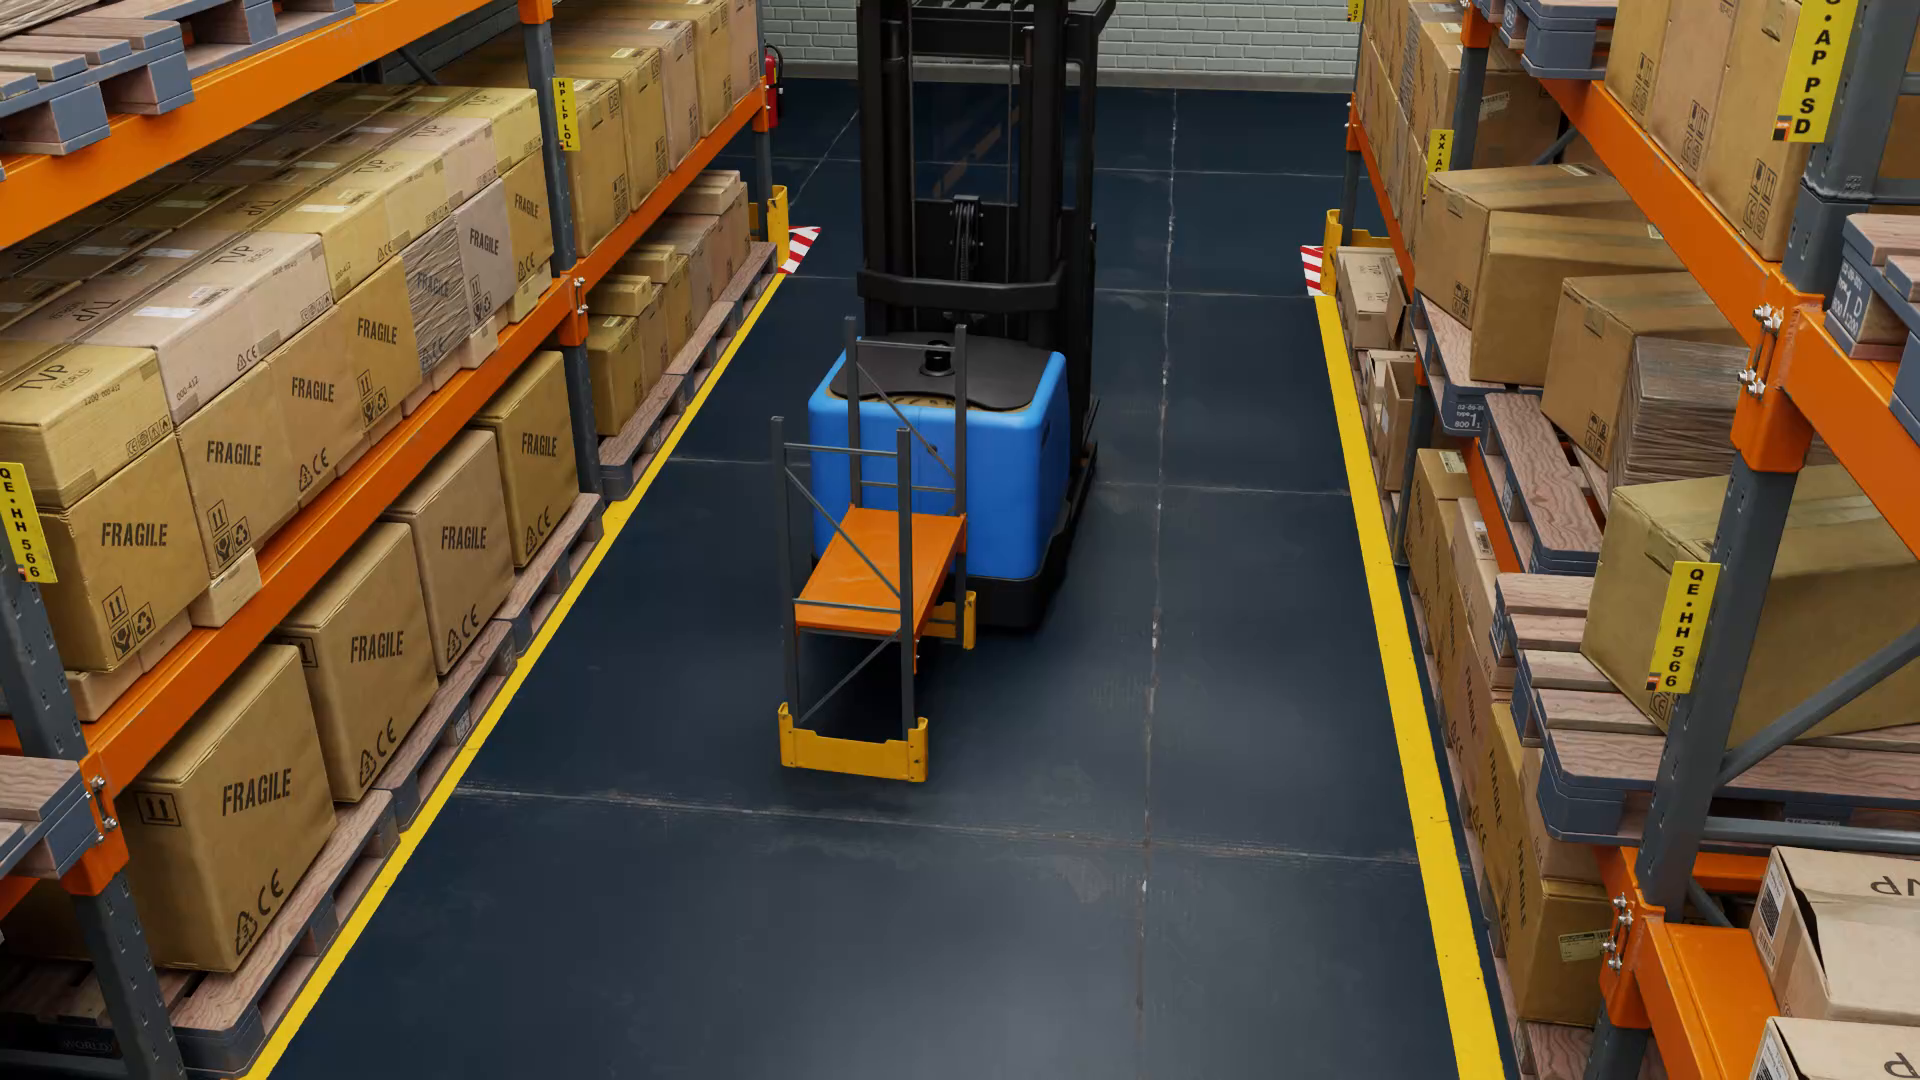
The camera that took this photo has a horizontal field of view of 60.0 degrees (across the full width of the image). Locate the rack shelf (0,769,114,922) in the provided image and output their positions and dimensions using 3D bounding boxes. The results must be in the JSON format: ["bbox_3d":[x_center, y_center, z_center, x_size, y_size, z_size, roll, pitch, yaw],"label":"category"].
[{"bbox_3d":[-3.058,1.666,2.754,1.077,0.370,4.000,3,28,6],"label":"rack shelf"}]

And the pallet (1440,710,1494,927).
[{"bbox_3d":[2.385,1.000,6.172,1.003,0.211,1.213,3,28,6],"label":"pallet"}]

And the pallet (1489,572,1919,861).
[{"bbox_3d":[2.117,0.455,4.445,1.213,0.211,1.003,3,28,6],"label":"pallet"}]

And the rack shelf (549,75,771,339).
[{"bbox_3d":[-2.078,-2.100,9.744,1.077,0.370,4.000,3,28,6],"label":"rack shelf"}]

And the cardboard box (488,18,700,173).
[{"bbox_3d":[-2.066,-2.548,9.501,0.980,0.700,0.700,2,28,4],"label":"cardboard box"}]

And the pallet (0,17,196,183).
[{"bbox_3d":[-2.787,-1.136,4.232,1.213,0.211,1.003,5,29,9],"label":"pallet"}]

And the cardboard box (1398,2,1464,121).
[{"bbox_3d":[2.521,-2.405,8.392,0.500,0.500,0.500,4,29,7],"label":"cardboard box"}]

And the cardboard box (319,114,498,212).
[{"bbox_3d":[-2.198,-1.514,6.667,0.500,0.250,0.500,4,29,7],"label":"cardboard box"}]

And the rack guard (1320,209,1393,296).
[{"bbox_3d":[3.075,-1.936,11.316,1.175,0.500,0.348,3,28,6],"label":"rack guard"}]

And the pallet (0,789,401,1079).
[{"bbox_3d":[-2.641,1.269,5.673,1.003,0.211,1.213,3,28,6],"label":"pallet"}]

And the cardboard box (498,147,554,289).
[{"bbox_3d":[-2.129,-1.427,7.296,0.500,0.500,0.500,3,28,5],"label":"cardboard box"}]

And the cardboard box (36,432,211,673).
[{"bbox_3d":[-2.499,0.010,4.628,0.500,0.500,0.500,4,29,8],"label":"cardboard box"}]

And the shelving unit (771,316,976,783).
[{"bbox_3d":[-0.319,0.011,6.649,0.587,1.500,1.083,5,29,10],"label":"shelving unit"}]

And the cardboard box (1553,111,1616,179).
[{"bbox_3d":[2.931,-1.879,7.415,0.500,0.500,0.500,4,29,8],"label":"cardboard box"}]

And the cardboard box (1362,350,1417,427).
[{"bbox_3d":[2.474,-0.837,9.012,0.500,0.311,0.500,3,28,6],"label":"cardboard box"}]

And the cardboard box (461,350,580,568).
[{"bbox_3d":[-2.273,-0.400,7.654,0.750,0.750,0.750,4,29,7],"label":"cardboard box"}]

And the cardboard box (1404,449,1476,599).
[{"bbox_3d":[2.293,-0.069,7.387,0.500,0.500,0.500,2,28,4],"label":"cardboard box"}]

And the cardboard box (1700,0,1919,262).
[{"bbox_3d":[2.124,-0.878,3.449,0.910,0.500,0.500,3,28,6],"label":"cardboard box"}]

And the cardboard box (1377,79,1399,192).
[{"bbox_3d":[2.583,-2.208,9.080,0.500,0.500,0.500,4,29,7],"label":"cardboard box"}]

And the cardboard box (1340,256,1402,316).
[{"bbox_3d":[2.675,-1.580,10.456,0.500,0.250,0.500,3,28,6],"label":"cardboard box"}]

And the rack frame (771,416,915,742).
[{"bbox_3d":[-0.421,0.251,6.202,0.500,1.500,0.032,5,29,10],"label":"rack frame"}]

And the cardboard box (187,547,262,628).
[{"bbox_3d":[-2.387,0.130,5.090,0.380,0.149,0.250,4,29,8],"label":"cardboard box"}]

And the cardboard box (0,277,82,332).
[{"bbox_3d":[-2.948,-0.578,4.930,0.500,0.250,0.500,2,28,5],"label":"cardboard box"}]

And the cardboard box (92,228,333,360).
[{"bbox_3d":[-2.379,-0.794,5.330,0.500,0.250,0.500,4,29,7],"label":"cardboard box"}]

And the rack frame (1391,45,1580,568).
[{"bbox_3d":[2.594,-1.189,7.295,1.000,3.000,0.127,3,28,6],"label":"rack frame"}]

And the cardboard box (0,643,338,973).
[{"bbox_3d":[-2.593,0.831,5.369,0.750,0.750,0.750,3,28,6],"label":"cardboard box"}]

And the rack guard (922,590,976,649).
[{"bbox_3d":[-0.221,0.329,7.375,0.587,0.250,0.087,5,29,10],"label":"rack guard"}]

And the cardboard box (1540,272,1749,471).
[{"bbox_3d":[2.439,-0.583,5.621,0.700,0.500,0.500,-4,29,-7],"label":"cardboard box"}]

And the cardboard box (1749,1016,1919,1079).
[{"bbox_3d":[1.802,1.143,3.060,0.500,0.311,0.500,3,28,6],"label":"cardboard box"}]

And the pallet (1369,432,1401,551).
[{"bbox_3d":[2.679,-0.285,8.556,1.003,0.211,1.213,3,28,6],"label":"pallet"}]

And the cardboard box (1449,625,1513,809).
[{"bbox_3d":[2.107,0.656,6.042,0.500,0.500,0.500,2,28,4],"label":"cardboard box"}]

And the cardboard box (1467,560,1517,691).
[{"bbox_3d":[2.109,0.308,5.897,0.500,0.250,0.500,3,28,5],"label":"cardboard box"}]

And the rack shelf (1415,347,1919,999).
[{"bbox_3d":[2.349,0.069,5.718,1.077,0.370,4.000,3,28,6],"label":"rack shelf"}]

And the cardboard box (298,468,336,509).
[{"bbox_3d":[-2.413,-0.239,5.775,0.380,0.149,0.250,4,29,7],"label":"cardboard box"}]

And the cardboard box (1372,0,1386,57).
[{"bbox_3d":[2.712,-3.116,9.712,0.500,0.500,0.500,4,29,7],"label":"cardboard box"}]

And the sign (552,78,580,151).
[{"bbox_3d":[-1.783,-1.923,7.520,0.100,0.325,0.005,3,28,6],"label":"sign"}]

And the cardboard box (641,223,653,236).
[{"bbox_3d":[-2.125,-1.987,10.285,0.380,0.149,0.250,4,29,7],"label":"cardboard box"}]

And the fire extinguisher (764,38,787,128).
[{"bbox_3d":[-1.356,-3.204,11.509,0.296,0.674,0.183,3,28,6],"label":"fire extinguisher"}]

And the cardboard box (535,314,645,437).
[{"bbox_3d":[-2.129,-0.906,8.961,0.700,0.500,0.500,4,29,7],"label":"cardboard box"}]

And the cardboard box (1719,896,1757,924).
[{"bbox_3d":[2.502,1.156,5.113,0.500,0.500,0.500,2,28,4],"label":"cardboard box"}]

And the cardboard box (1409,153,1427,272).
[{"bbox_3d":[2.401,-1.483,7.735,0.500,0.500,0.500,4,29,7],"label":"cardboard box"}]

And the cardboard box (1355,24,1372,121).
[{"bbox_3d":[2.768,-2.922,10.406,0.500,0.500,0.500,4,29,7],"label":"cardboard box"}]

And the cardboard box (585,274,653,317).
[{"bbox_3d":[-1.906,-1.342,9.087,0.380,0.149,0.250,4,29,8],"label":"cardboard box"}]

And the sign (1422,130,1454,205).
[{"bbox_3d":[2.055,-1.598,7.141,0.100,0.325,0.005,3,28,6],"label":"sign"}]

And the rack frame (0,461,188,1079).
[{"bbox_3d":[-2.810,0.408,4.330,0.949,2.616,0.053,3,28,6],"label":"rack frame"}]

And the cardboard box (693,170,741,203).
[{"bbox_3d":[-1.654,-2.322,10.906,0.380,0.149,0.250,3,28,6],"label":"cardboard box"}]

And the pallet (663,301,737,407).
[{"bbox_3d":[-2.005,-1.177,10.212,1.003,0.211,1.213,3,28,6],"label":"pallet"}]

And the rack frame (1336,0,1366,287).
[{"bbox_3d":[3.084,-3.072,10.789,1.000,3.000,0.127,3,28,6],"label":"rack frame"}]

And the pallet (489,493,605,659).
[{"bbox_3d":[-2.343,0.120,7.805,1.003,0.211,1.213,3,28,6],"label":"pallet"}]

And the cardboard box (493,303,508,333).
[{"bbox_3d":[-2.167,-0.958,7.110,0.380,0.149,0.250,4,29,8],"label":"cardboard box"}]

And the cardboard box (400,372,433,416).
[{"bbox_3d":[-2.282,-0.602,6.449,0.380,0.149,0.250,3,28,5],"label":"cardboard box"}]

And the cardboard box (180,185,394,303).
[{"bbox_3d":[-2.323,-1.034,5.776,0.500,0.250,0.500,3,28,5],"label":"cardboard box"}]

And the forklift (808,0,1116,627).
[{"bbox_3d":[0.126,-1.583,8.098,1.130,2.935,3.031,6,29,10],"label":"forklift"}]

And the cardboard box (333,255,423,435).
[{"bbox_3d":[-2.308,-0.715,5.974,0.500,0.500,0.500,4,29,8],"label":"cardboard box"}]

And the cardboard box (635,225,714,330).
[{"bbox_3d":[-1.941,-1.635,10.315,0.700,0.500,0.500,2,28,5],"label":"cardboard box"}]

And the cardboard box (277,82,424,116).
[{"bbox_3d":[-2.638,-1.788,7.175,0.500,0.250,0.500,4,29,8],"label":"cardboard box"}]
